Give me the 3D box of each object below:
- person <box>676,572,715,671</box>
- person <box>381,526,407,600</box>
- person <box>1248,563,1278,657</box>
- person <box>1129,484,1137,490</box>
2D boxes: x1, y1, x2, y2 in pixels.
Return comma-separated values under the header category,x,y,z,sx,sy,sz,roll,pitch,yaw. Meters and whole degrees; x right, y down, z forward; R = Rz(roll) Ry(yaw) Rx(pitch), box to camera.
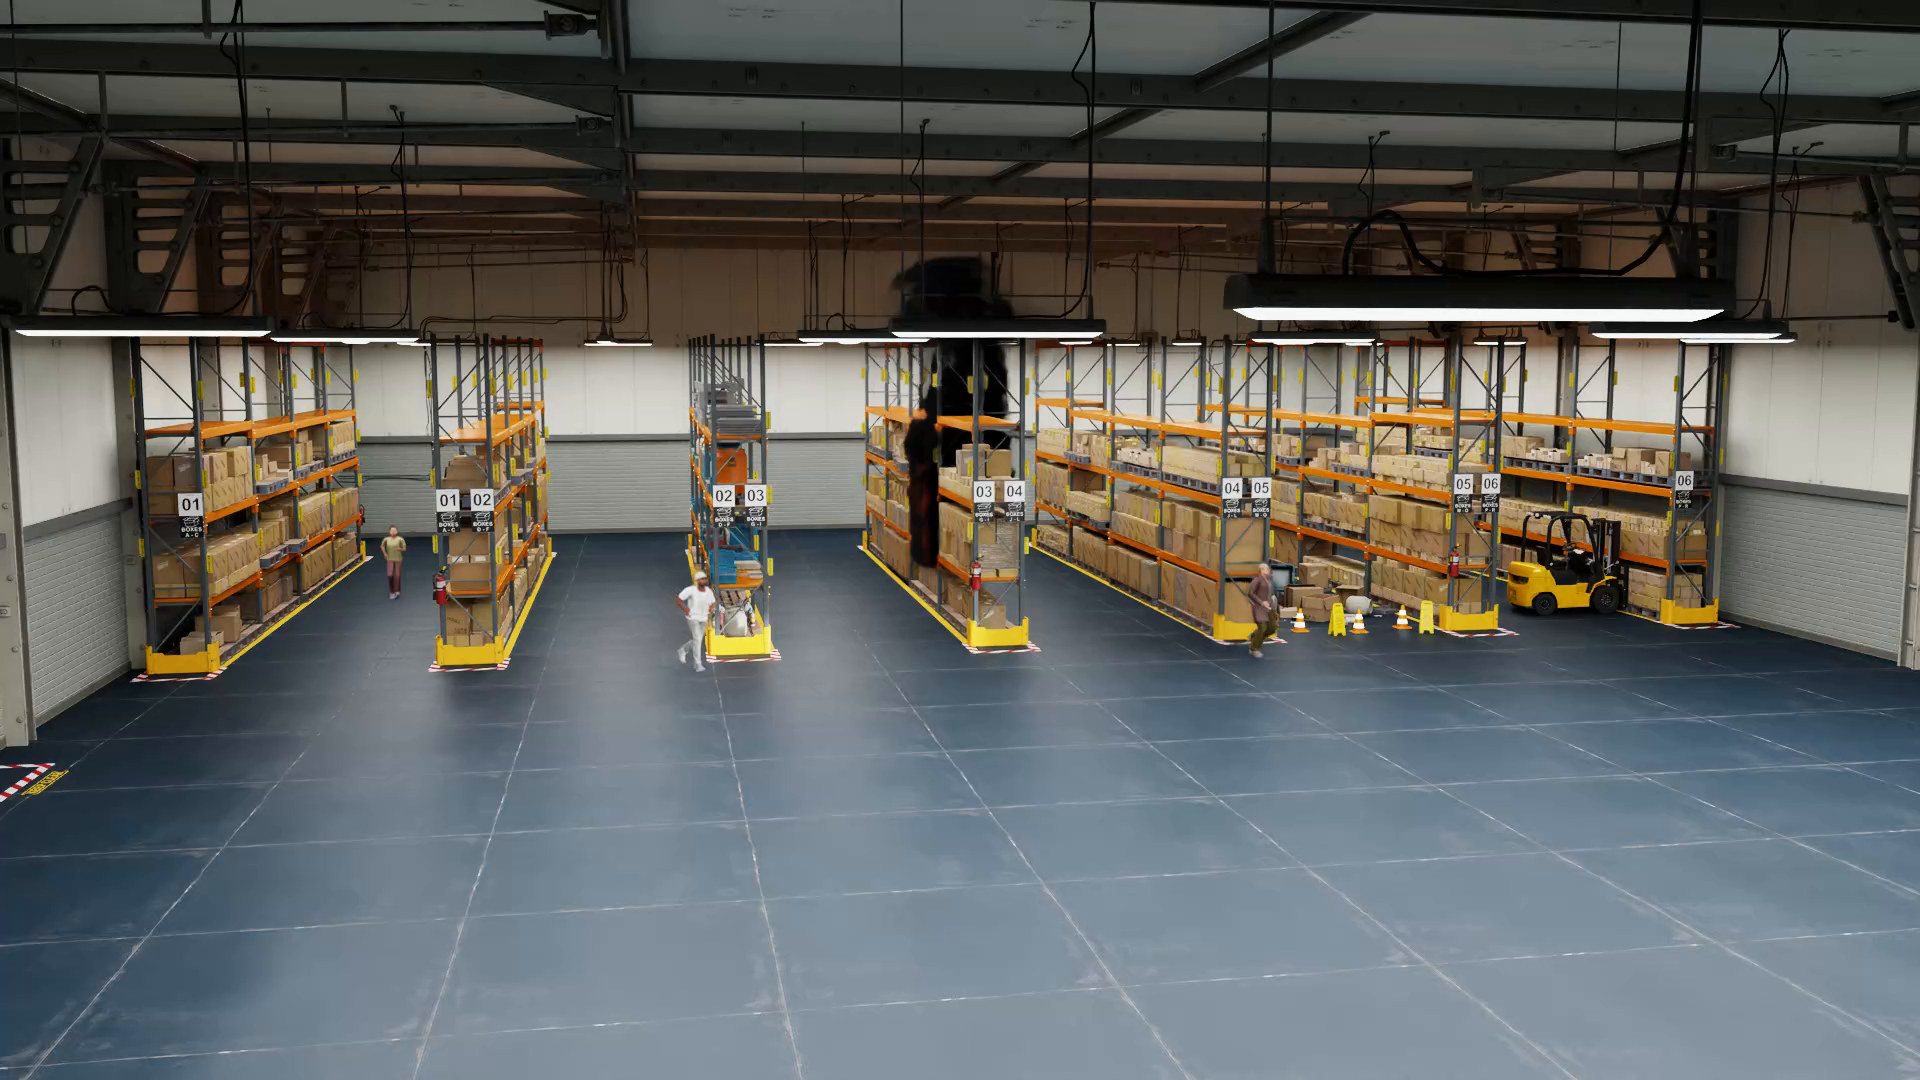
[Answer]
category,x,y,z,sx,sy,sz,roll,pitch,yaw
person,-4.735,1.440,30.030,0.740,1.751,0.878,-6,9,-43
person,-13.014,0.519,38.254,0.557,1.711,0.664,-2,7,-18
person,5.688,1.309,31.194,0.611,1.742,0.728,6,9,45
person,5.424,-0.887,50.564,0.872,1.639,0.567,-1,7,-13
